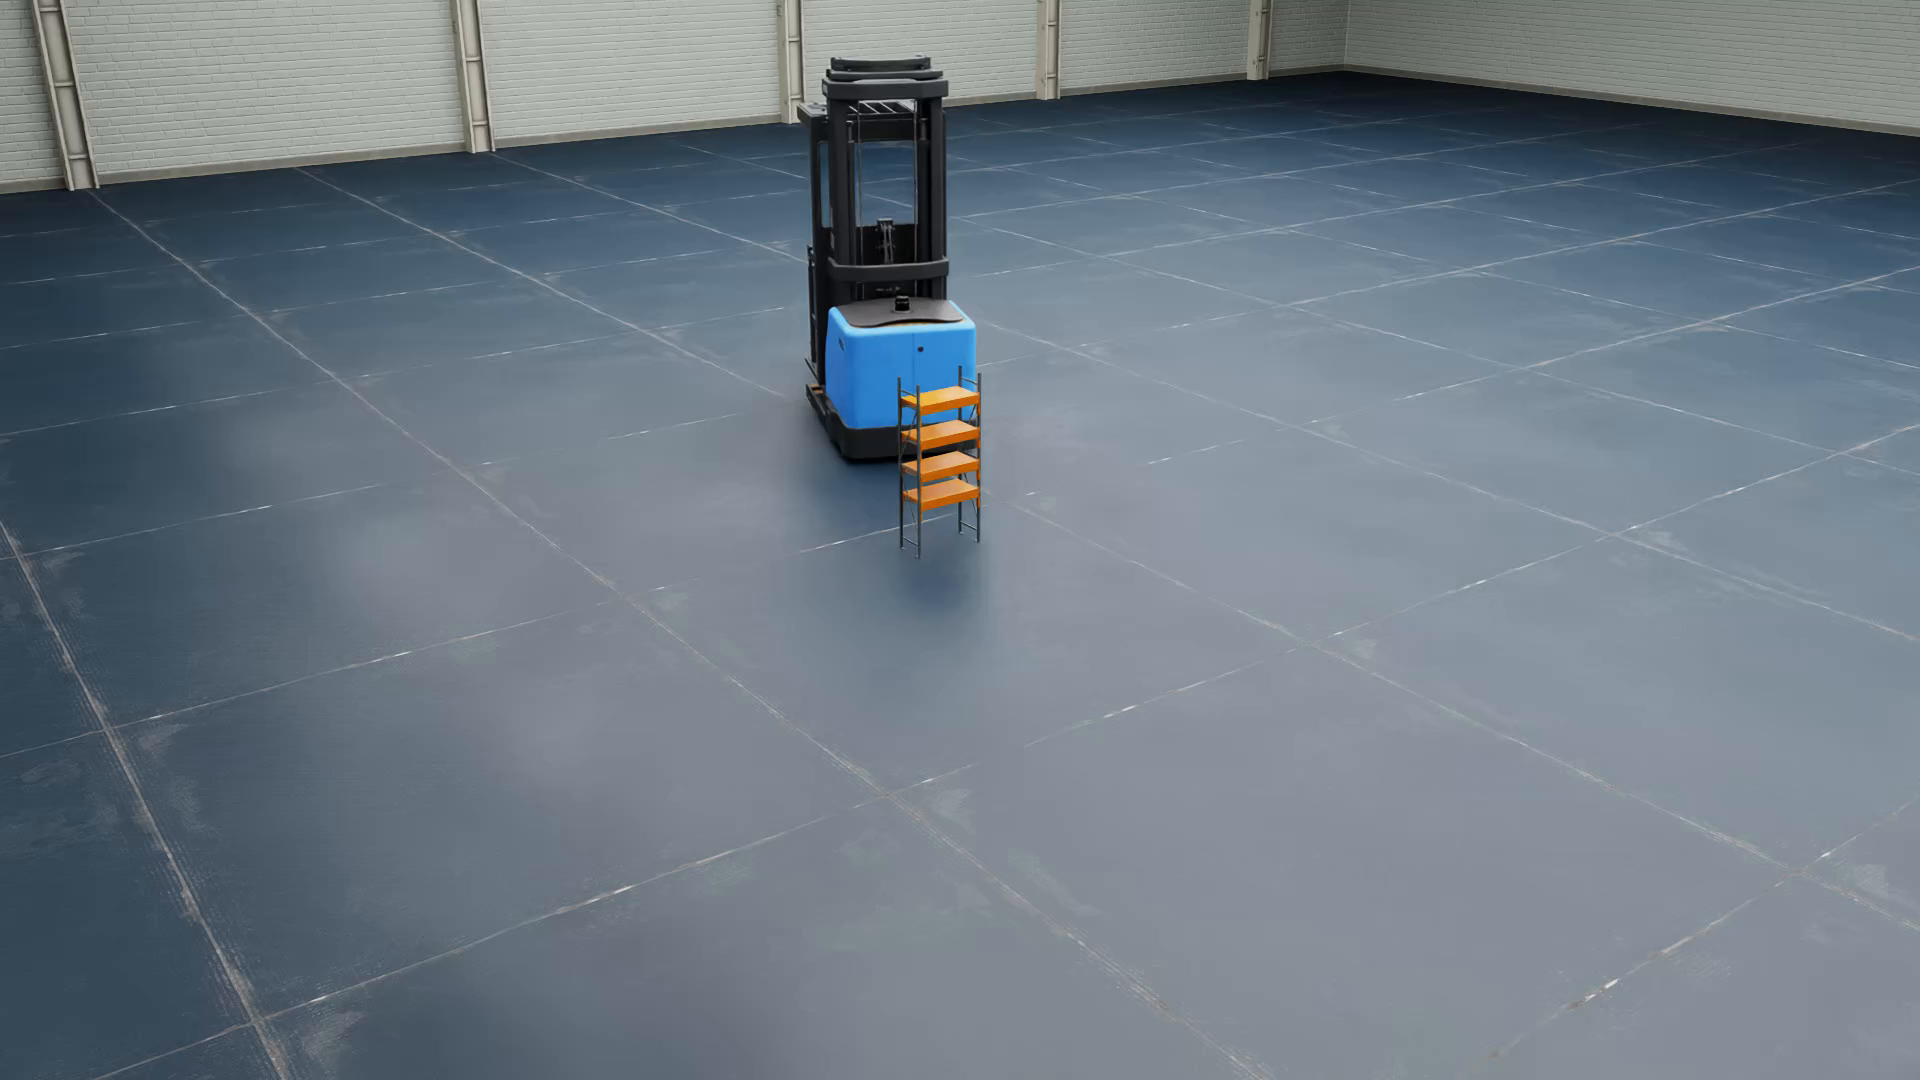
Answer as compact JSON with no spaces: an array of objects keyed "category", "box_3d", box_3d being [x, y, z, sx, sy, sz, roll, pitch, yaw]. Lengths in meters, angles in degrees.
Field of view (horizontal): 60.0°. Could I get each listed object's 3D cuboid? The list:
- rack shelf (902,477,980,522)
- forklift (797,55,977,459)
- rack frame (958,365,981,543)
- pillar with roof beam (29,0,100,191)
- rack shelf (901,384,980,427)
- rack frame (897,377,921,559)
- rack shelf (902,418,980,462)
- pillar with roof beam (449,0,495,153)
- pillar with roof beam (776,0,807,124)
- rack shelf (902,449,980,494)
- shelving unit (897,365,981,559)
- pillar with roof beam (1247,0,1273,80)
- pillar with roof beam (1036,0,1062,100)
[{"category":"rack shelf","box_3d":[-0.134,-0.275,11.183,0.480,0.148,0.258,-15,26,-33]},{"category":"forklift","box_3d":[-0.707,-2.501,13.709,1.130,2.935,3.031,-5,22,-13]},{"category":"rack frame","box_3d":[0.064,-0.574,11.217,0.015,1.200,0.240,-15,26,-33]},{"category":"pillar with roof beam","box_3d":[-10.300,-8.033,19.384,0.400,9.000,9.100,-15,26,-33]},{"category":"rack shelf","box_3d":[-0.134,-0.886,10.939,0.480,0.148,0.258,-15,26,-33]},{"category":"rack frame","box_3d":[-0.332,-0.469,10.952,0.015,1.200,0.240,-15,26,-33]},{"category":"rack shelf","box_3d":[-0.134,-0.667,11.026,0.480,0.148,0.258,-15,26,-33]},{"category":"pillar with roof beam","box_3d":[-5.430,-9.331,22.639,0.400,9.000,9.100,-15,26,-33]},{"category":"pillar with roof beam","box_3d":[-0.559,-10.630,25.893,0.400,9.000,9.100,-15,26,-33]},{"category":"rack shelf","box_3d":[-0.134,-0.459,11.109,0.480,0.148,0.258,-15,26,-33]},{"category":"shelving unit","box_3d":[-0.134,-0.521,11.084,0.503,1.200,0.258,-15,26,-33]},{"category":"pillar with roof beam","box_3d":[9.182,-13.227,32.403,0.400,9.000,9.100,-15,26,-33]},{"category":"pillar with roof beam","box_3d":[4.311,-11.929,29.148,0.400,9.000,9.100,-15,26,-33]}]
